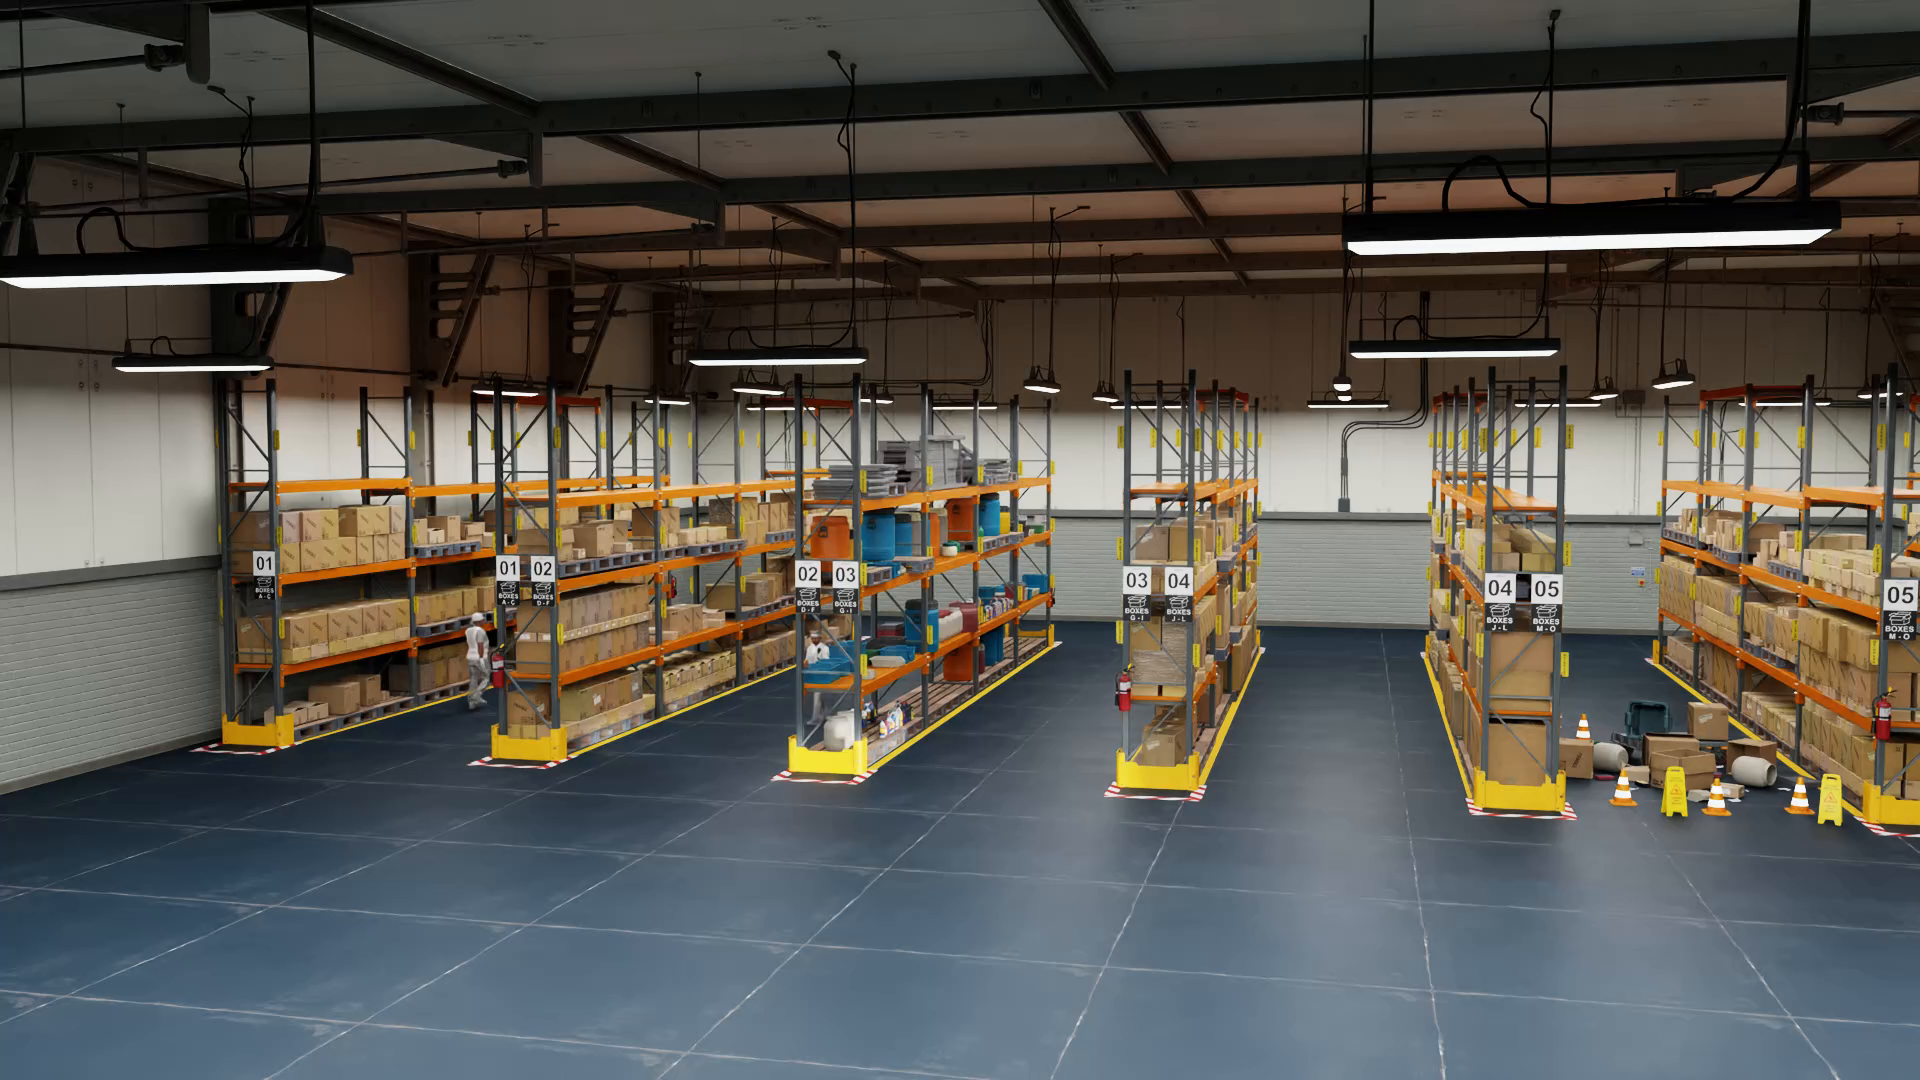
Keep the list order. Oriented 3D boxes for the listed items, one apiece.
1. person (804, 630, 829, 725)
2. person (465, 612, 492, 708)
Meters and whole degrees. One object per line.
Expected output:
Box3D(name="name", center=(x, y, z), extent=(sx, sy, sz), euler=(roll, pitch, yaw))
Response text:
Box3D(name="person", center=(-2.554, 2.414, 29.363), extent=(0.478, 1.668, 0.749), euler=(2, 4, 36))
Box3D(name="person", center=(-9.037, 2.241, 31.072), extent=(0.586, 1.773, 0.486), euler=(2, 4, 28))
